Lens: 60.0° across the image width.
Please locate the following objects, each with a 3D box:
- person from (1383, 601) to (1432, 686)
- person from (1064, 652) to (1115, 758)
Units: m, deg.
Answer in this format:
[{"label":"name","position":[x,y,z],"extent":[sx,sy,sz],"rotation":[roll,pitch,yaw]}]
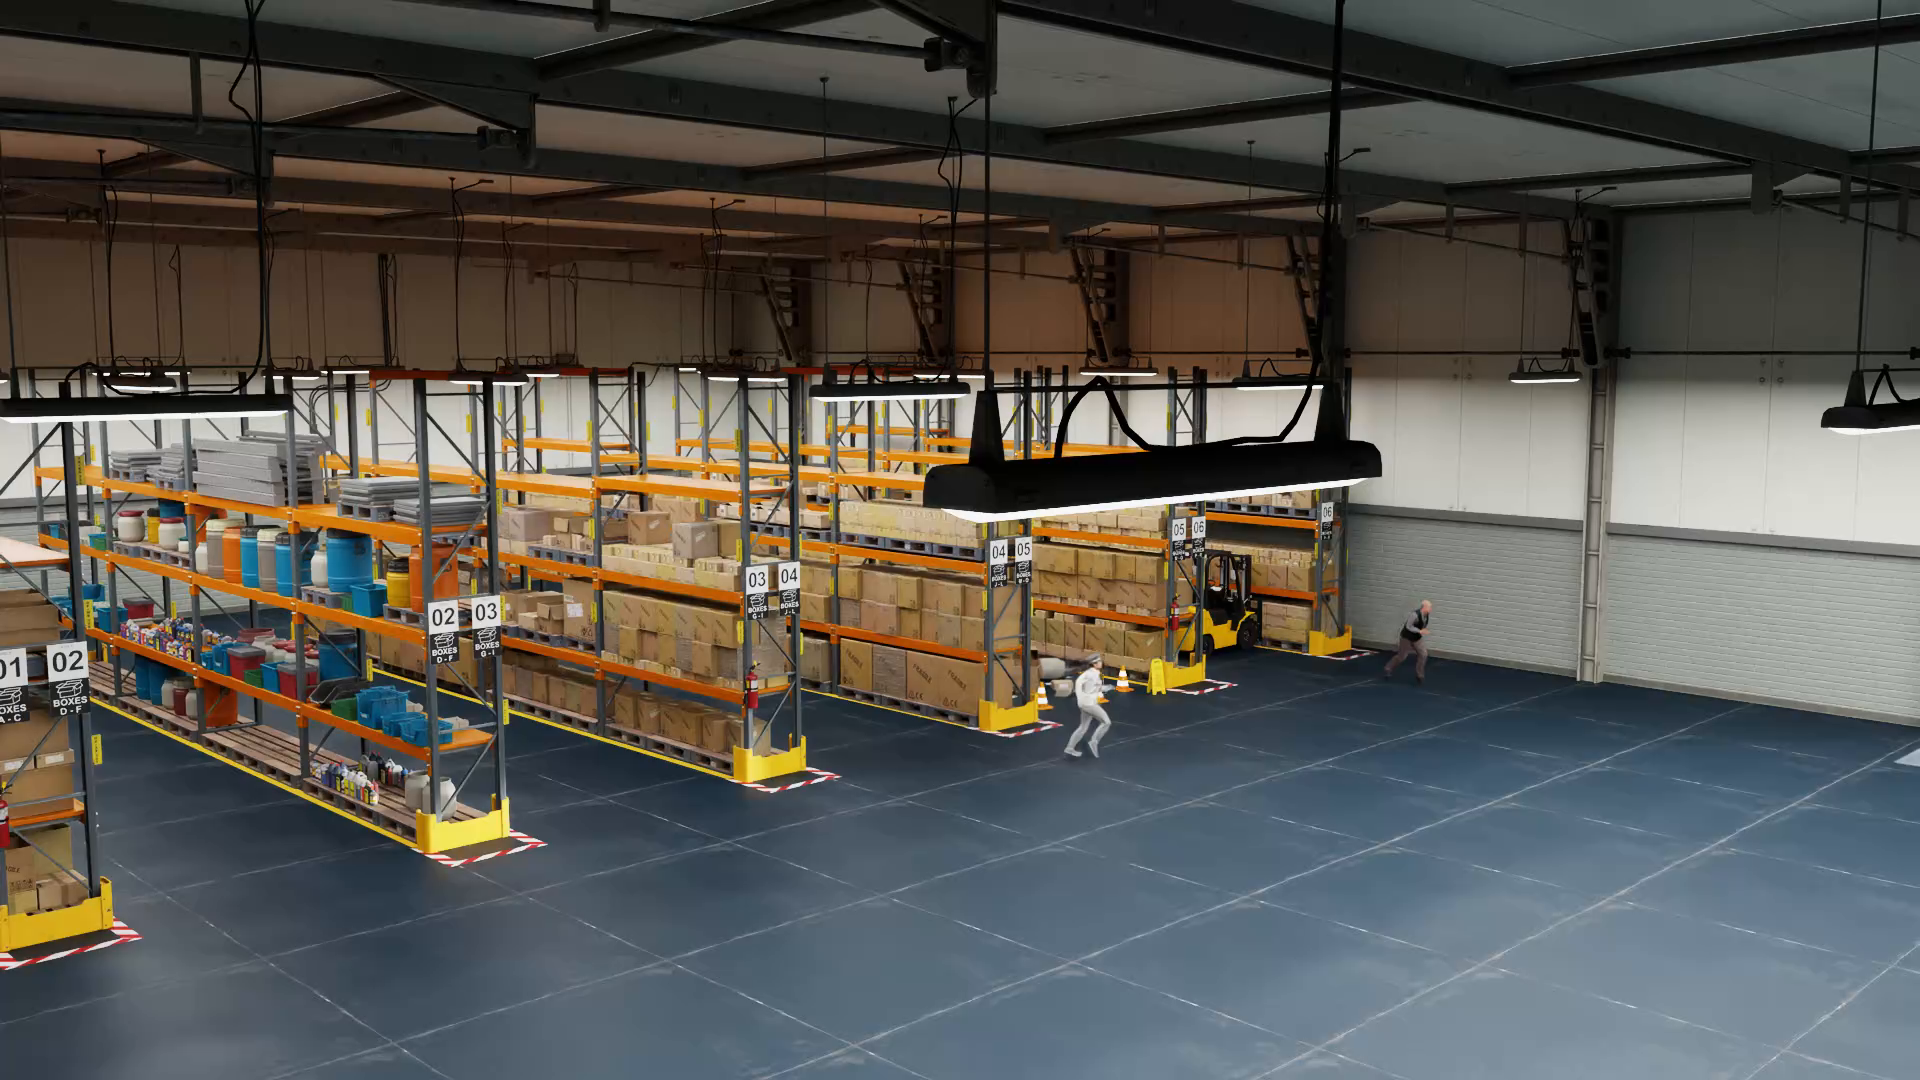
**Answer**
[{"label":"person","position":[8.606,1.954,31.889],"extent":[0.701,1.680,0.969],"rotation":[-6,9,-44]},{"label":"person","position":[2.020,2.575,25.875],"extent":[0.771,1.671,0.640],"rotation":[0,6,4]}]
